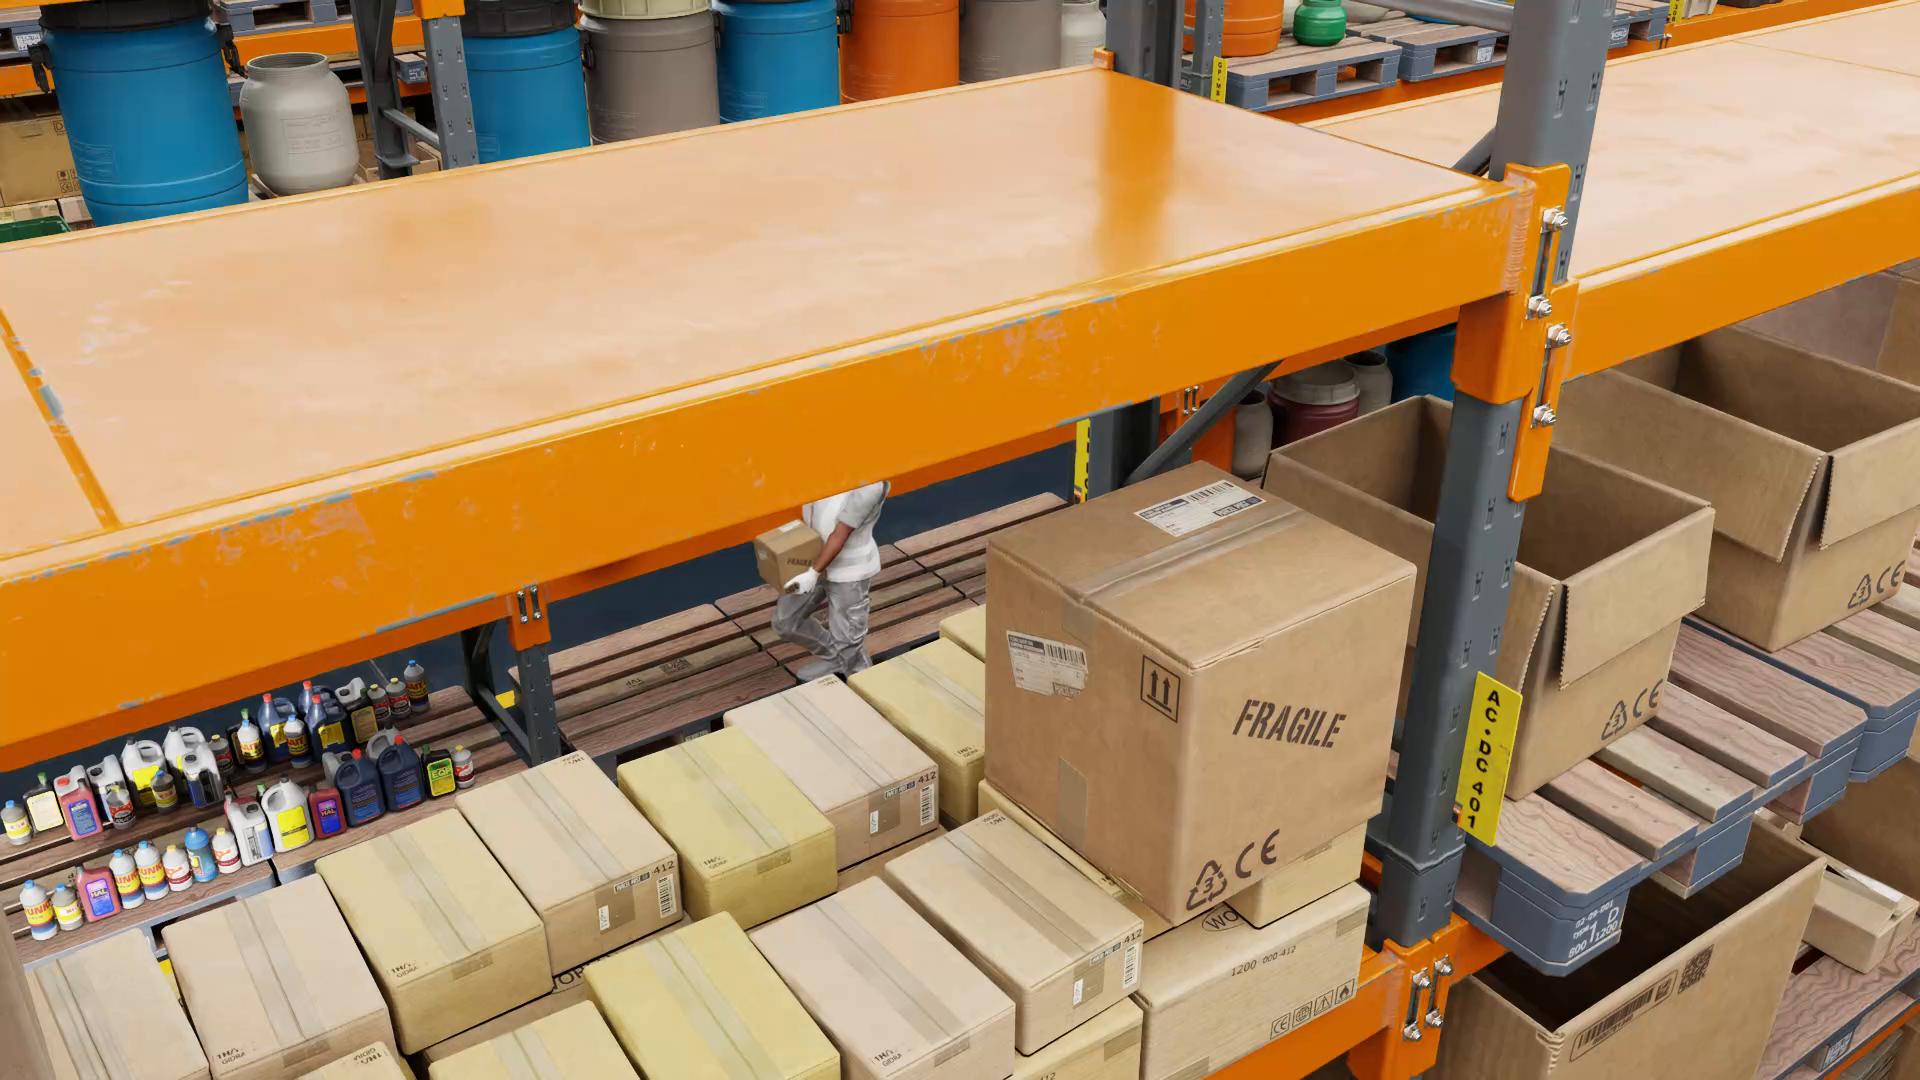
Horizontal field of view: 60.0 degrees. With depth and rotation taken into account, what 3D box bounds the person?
[{"bbox_3d":[-0.683,0.177,8.338,0.584,1.778,0.487,-18,33,-30],"label":"person"}]
